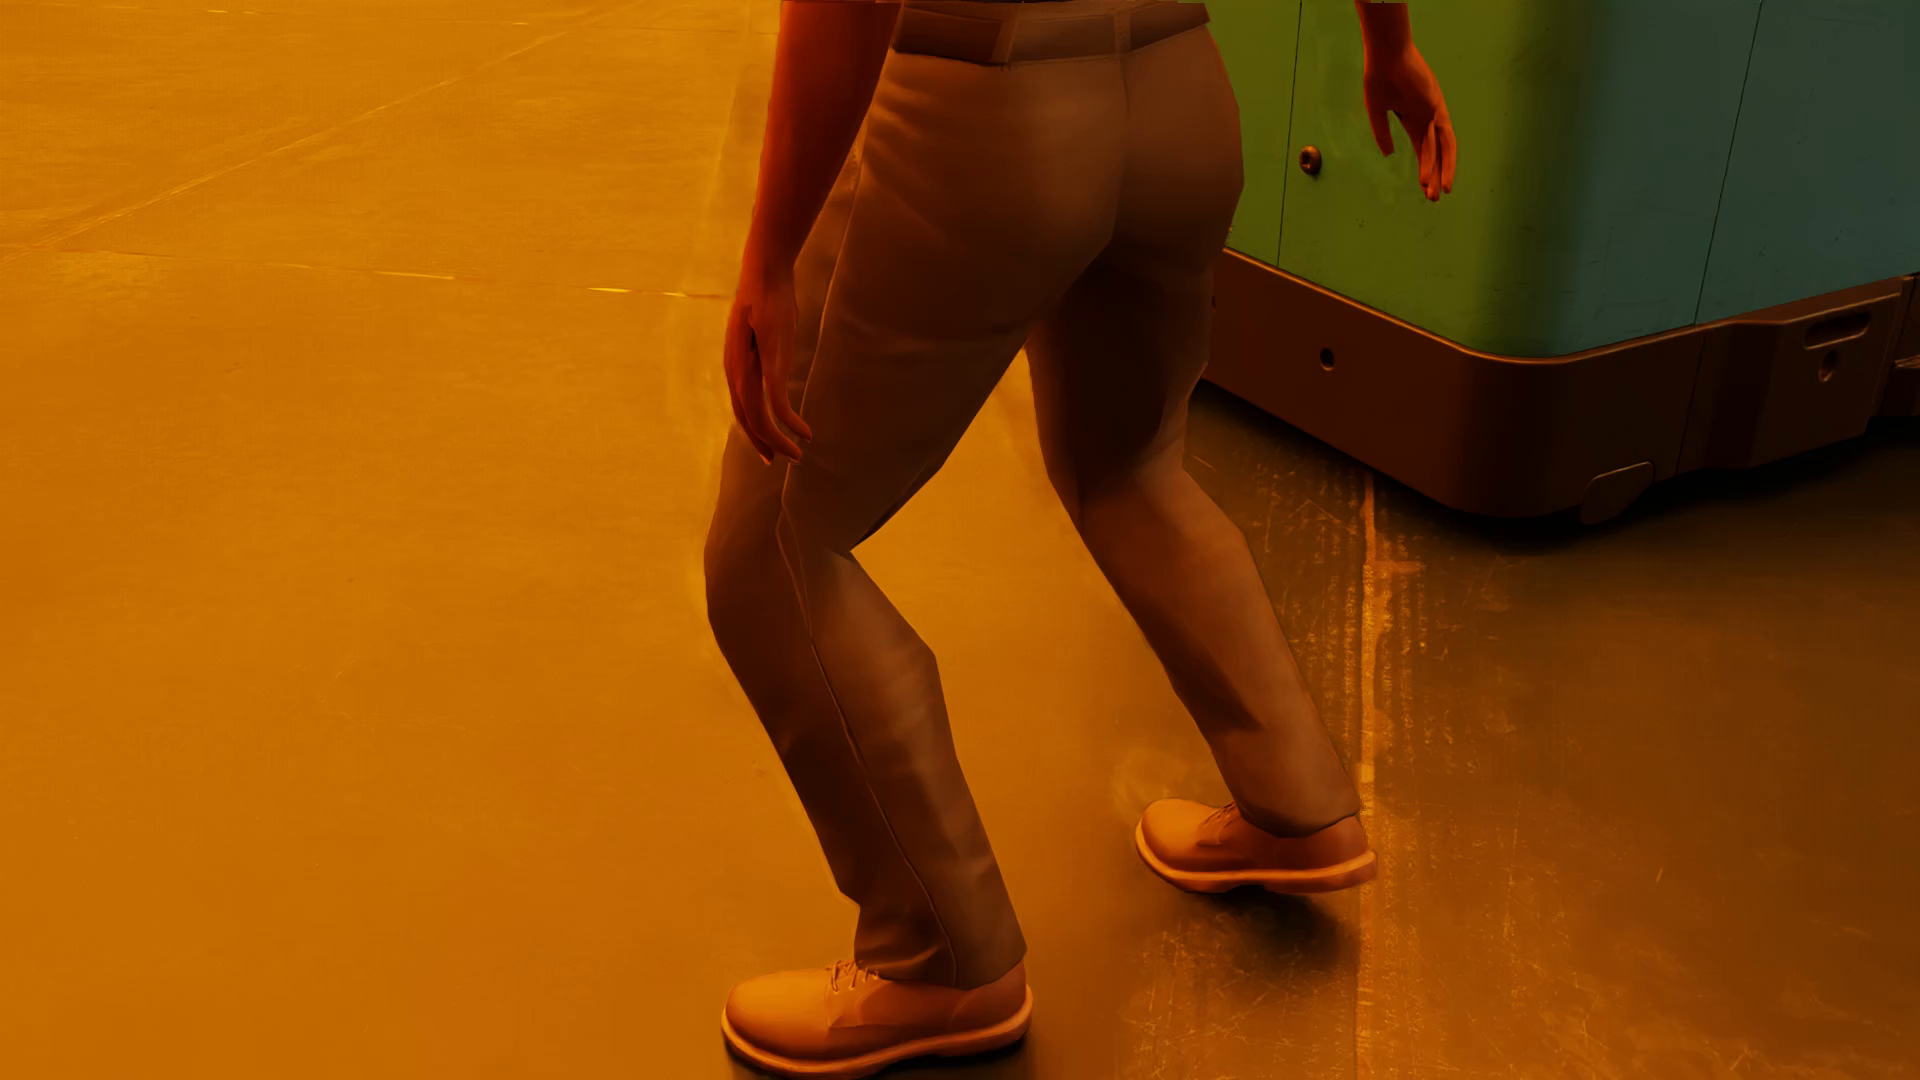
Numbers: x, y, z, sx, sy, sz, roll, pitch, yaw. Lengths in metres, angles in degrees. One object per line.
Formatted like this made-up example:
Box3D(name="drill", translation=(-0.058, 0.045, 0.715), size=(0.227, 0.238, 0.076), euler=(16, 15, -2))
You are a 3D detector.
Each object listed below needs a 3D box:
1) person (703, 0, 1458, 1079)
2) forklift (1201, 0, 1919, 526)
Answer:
Box3D(name="person", translation=(0.135, -0.320, 1.396), size=(0.817, 1.588, 0.466), euler=(-21, 34, -36))
Box3D(name="forklift", translation=(1.824, -1.795, 2.805), size=(3.031, 2.935, 1.130), euler=(-14, 30, -26))
